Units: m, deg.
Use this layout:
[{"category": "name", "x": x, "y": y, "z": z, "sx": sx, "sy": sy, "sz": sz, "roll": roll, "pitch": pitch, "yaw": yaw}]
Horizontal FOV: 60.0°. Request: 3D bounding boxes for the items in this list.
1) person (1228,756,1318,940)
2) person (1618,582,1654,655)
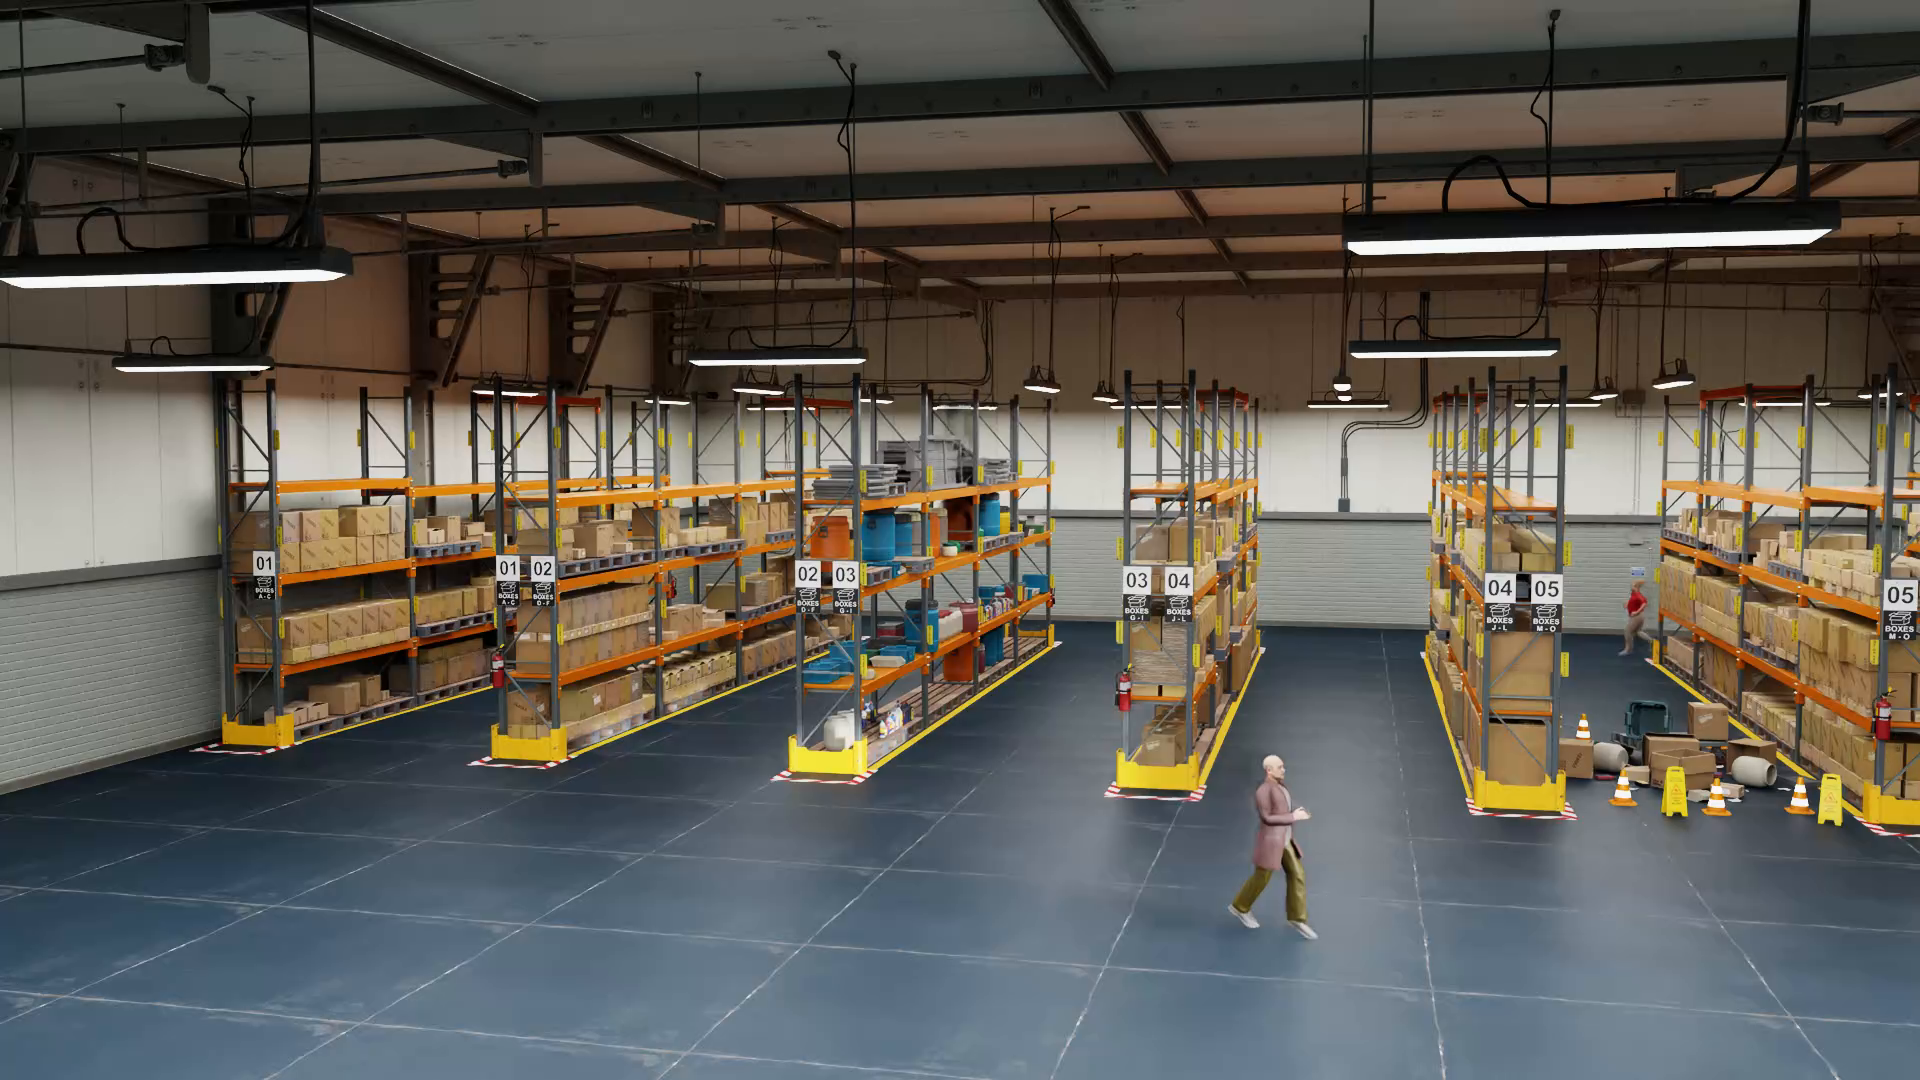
[{"category": "person", "x": 3.162, "y": 3.093, "z": 16.824, "sx": 0.923, "sy": 1.817, "sz": 0.678, "roll": 3, "pitch": 4, "yaw": 38}, {"category": "person", "x": 15.759, "y": 1.875, "z": 38.614, "sx": 0.875, "sy": 1.670, "sz": 0.669, "roll": 2, "pitch": 4, "yaw": 24}]
